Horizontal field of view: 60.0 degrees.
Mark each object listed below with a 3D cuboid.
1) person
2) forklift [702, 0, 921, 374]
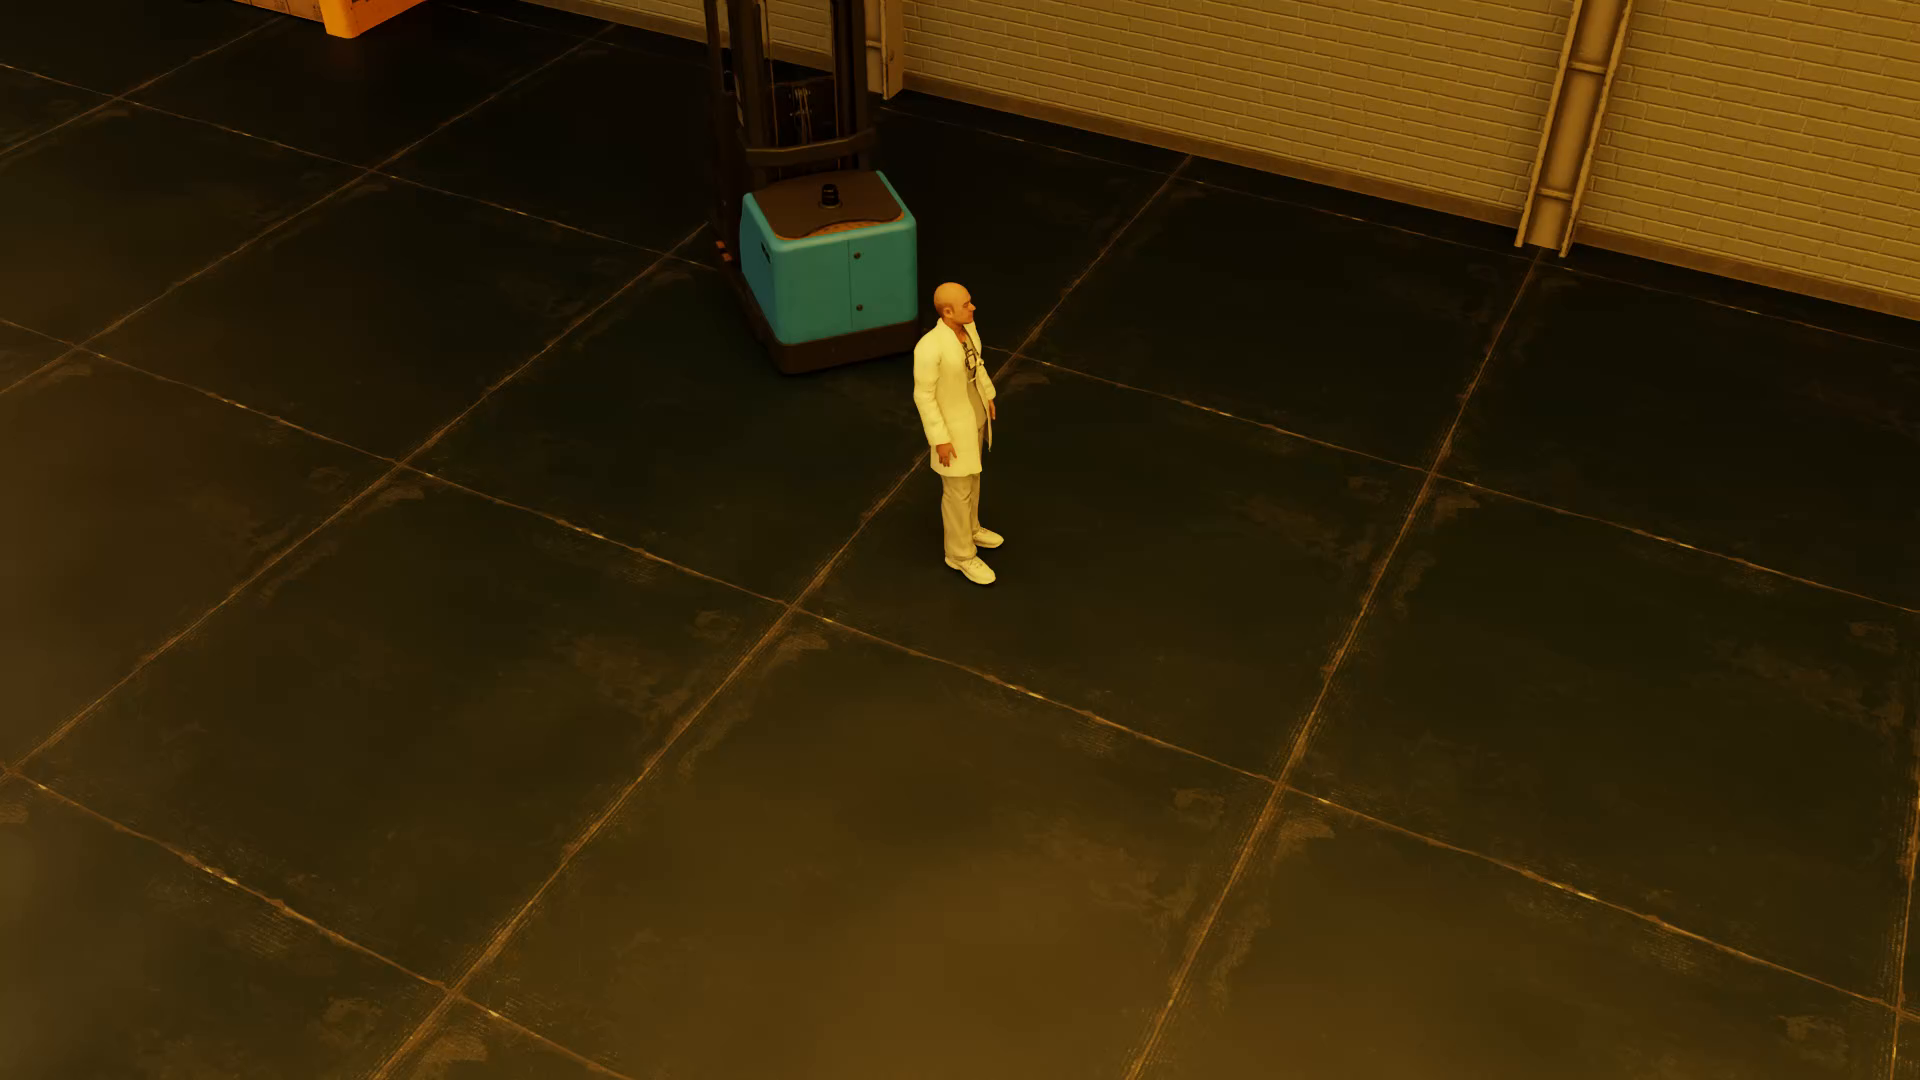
[{"bbox_3d":[0.080,-0.656,9.650,0.578,1.777,0.696,18,43,21],"label":"person"},{"bbox_3d":[-1.265,-3.225,11.816,1.130,2.935,3.031,-13,42,-15],"label":"forklift"}]
